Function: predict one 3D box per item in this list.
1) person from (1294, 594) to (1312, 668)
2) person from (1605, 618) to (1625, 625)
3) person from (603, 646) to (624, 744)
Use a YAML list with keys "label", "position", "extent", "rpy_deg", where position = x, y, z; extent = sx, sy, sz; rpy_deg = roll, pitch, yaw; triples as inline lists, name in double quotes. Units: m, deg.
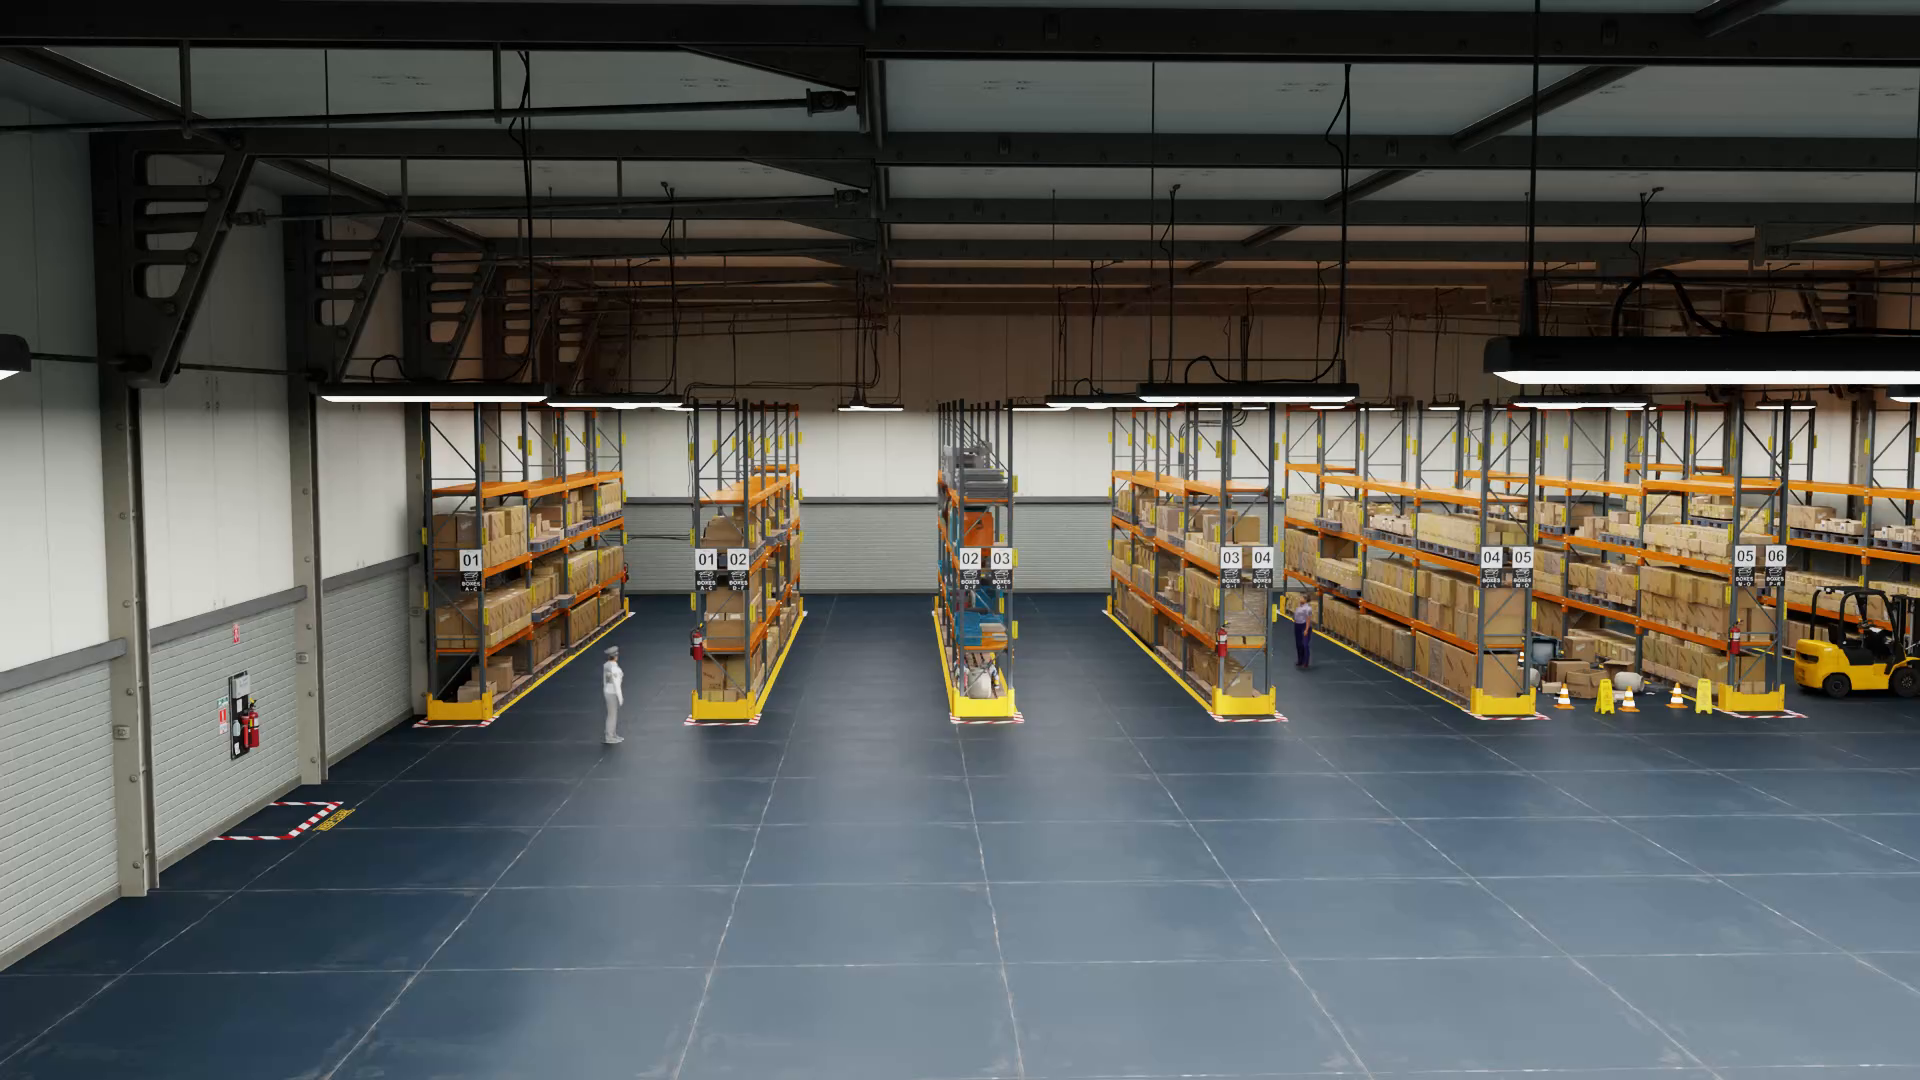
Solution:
- label: "person"
  position: [7.746, 2.064, 37.706]
  extent: [0.469, 1.692, 0.526]
  rpy_deg: [-3, 5, -33]
- label: "person"
  position: [17.816, 1.447, 45.099]
  extent: [0.646, 1.733, 0.622]
  rpy_deg: [2, 5, 28]
- label: "person"
  position: [-6.025, 2.693, 28.922]
  extent: [0.363, 1.694, 0.526]
  rpy_deg: [-1, 5, -16]
